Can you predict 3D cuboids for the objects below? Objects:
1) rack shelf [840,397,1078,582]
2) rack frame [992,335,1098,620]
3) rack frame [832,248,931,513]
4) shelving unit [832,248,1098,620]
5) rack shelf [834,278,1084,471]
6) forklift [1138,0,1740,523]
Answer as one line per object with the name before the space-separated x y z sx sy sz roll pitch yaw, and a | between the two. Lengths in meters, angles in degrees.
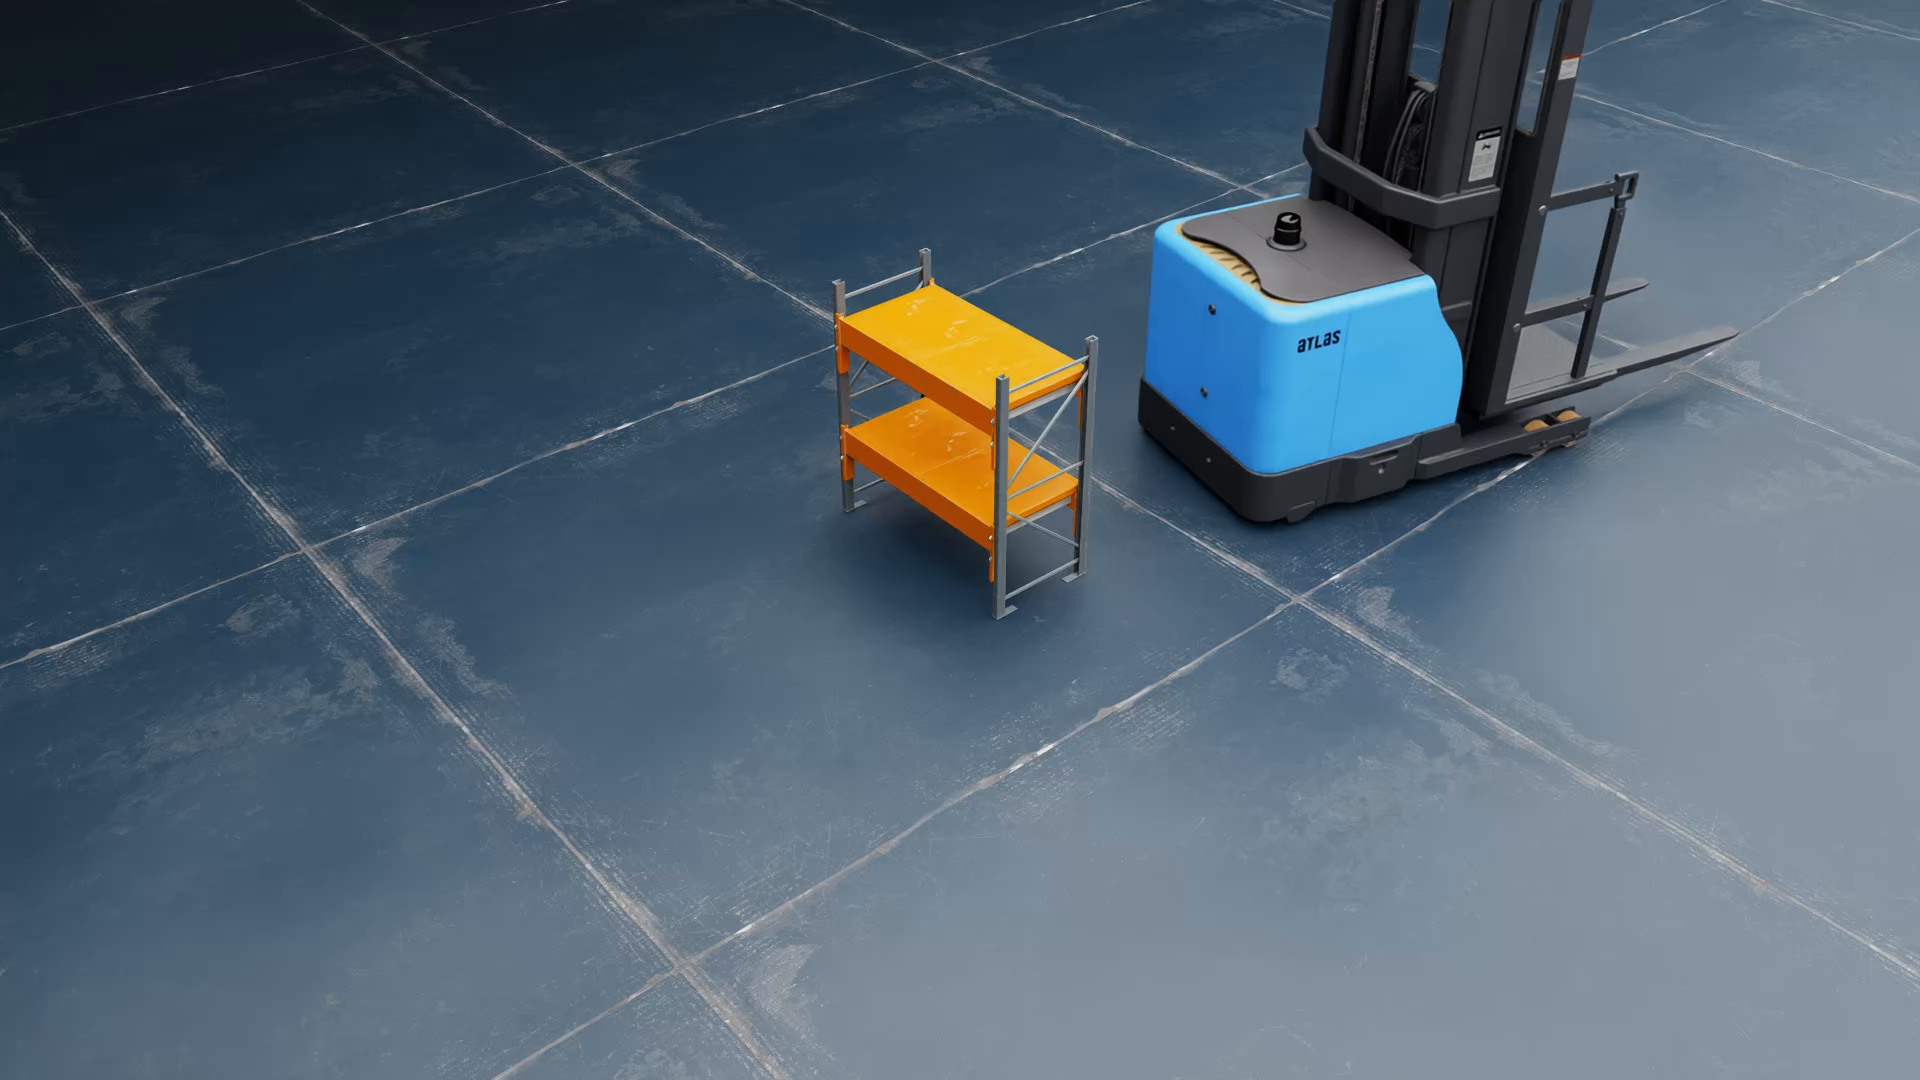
rack shelf | 0.004 -0.257 7.062 0.538 0.278 1.000 -26 43 -32
rack frame | 0.332 -0.232 6.604 0.500 1.125 0.032 -26 43 -32
rack frame | -0.324 -0.680 7.238 0.500 1.125 0.032 -26 43 -32
shelving unit | 0.004 -0.456 6.921 0.538 1.125 1.048 -26 43 -32
rack shelf | 0.004 -0.695 6.752 0.538 0.278 1.000 -26 43 -32
forklift | 2.404 -1.849 7.324 3.031 2.935 1.130 -16 38 -21
